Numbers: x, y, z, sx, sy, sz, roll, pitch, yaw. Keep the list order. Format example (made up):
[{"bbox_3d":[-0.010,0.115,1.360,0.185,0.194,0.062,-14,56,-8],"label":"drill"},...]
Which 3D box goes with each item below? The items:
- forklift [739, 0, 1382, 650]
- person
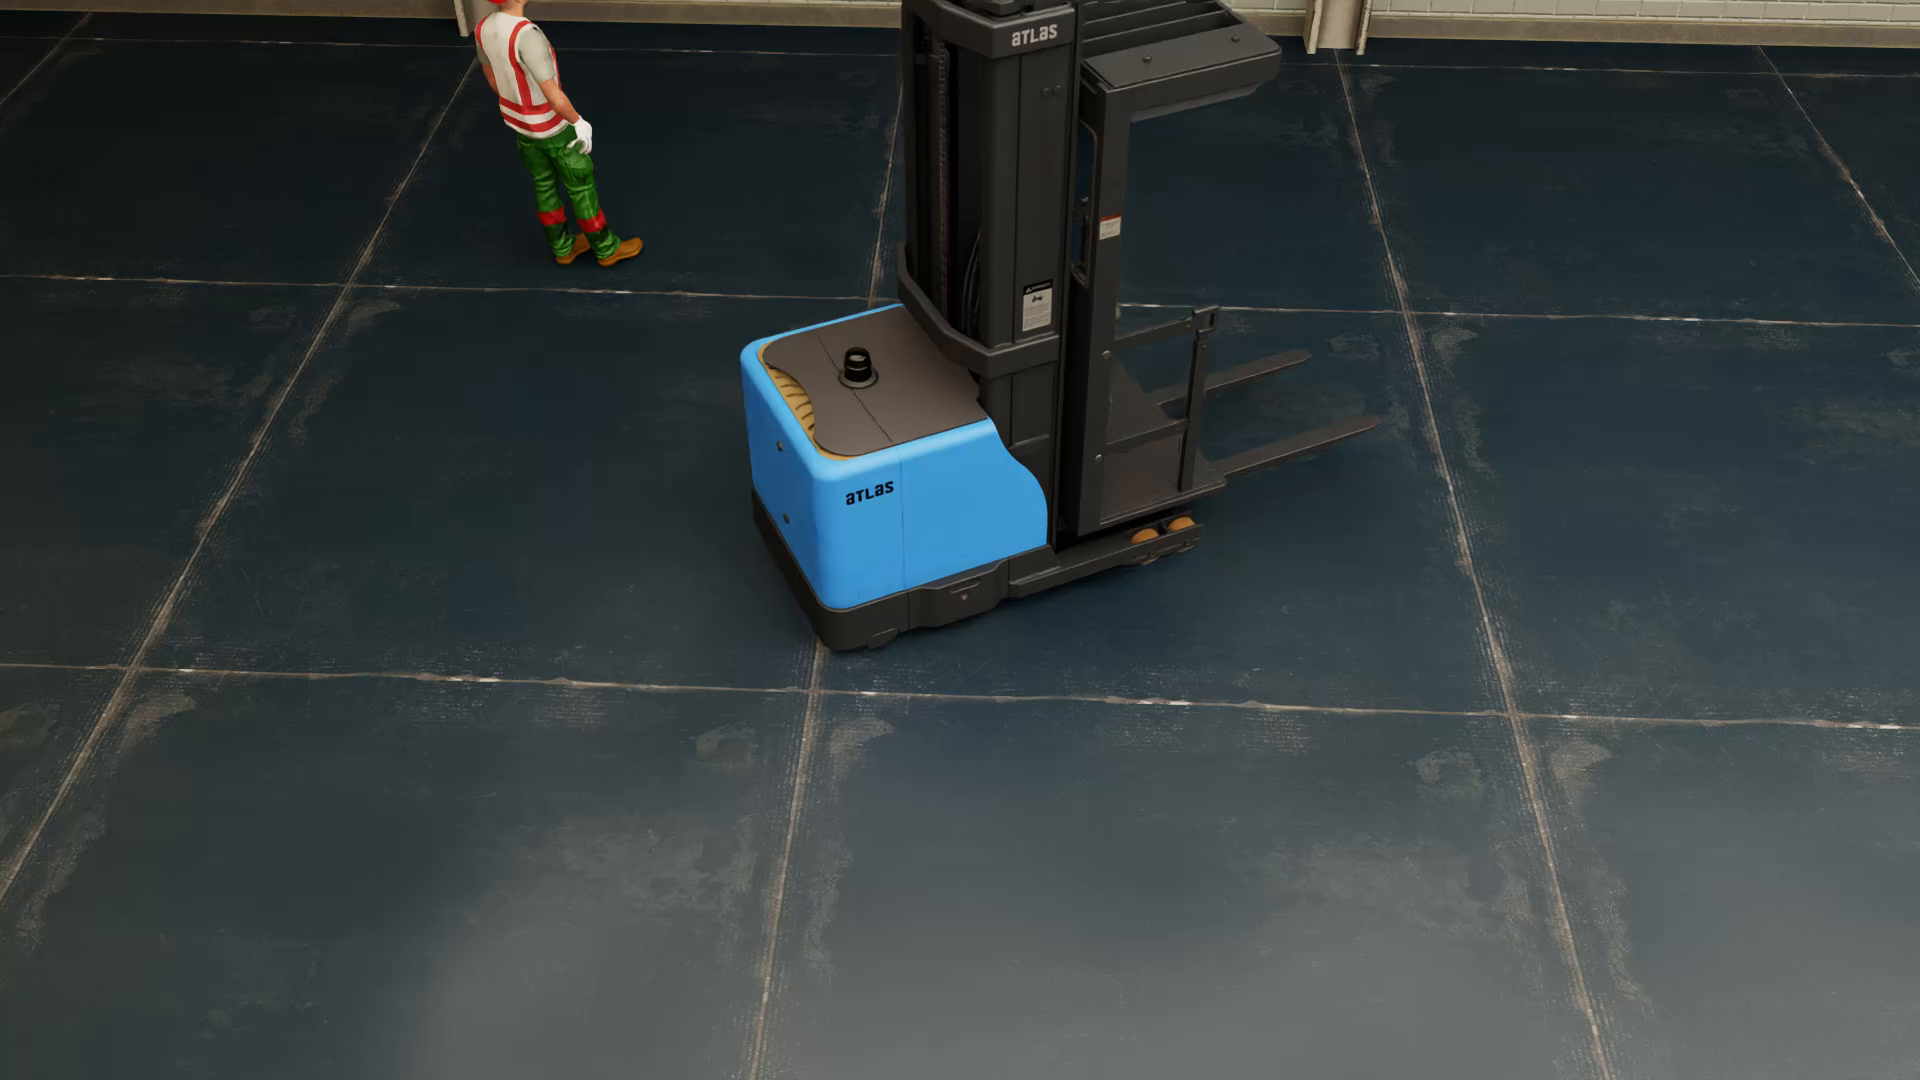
[{"bbox_3d":[0.579,-1.275,7.139,3.031,2.935,1.130,-18,45,-18],"label":"forklift"},{"bbox_3d":[-2.234,-2.335,9.139,0.648,1.790,0.564,27,49,26],"label":"person"}]
